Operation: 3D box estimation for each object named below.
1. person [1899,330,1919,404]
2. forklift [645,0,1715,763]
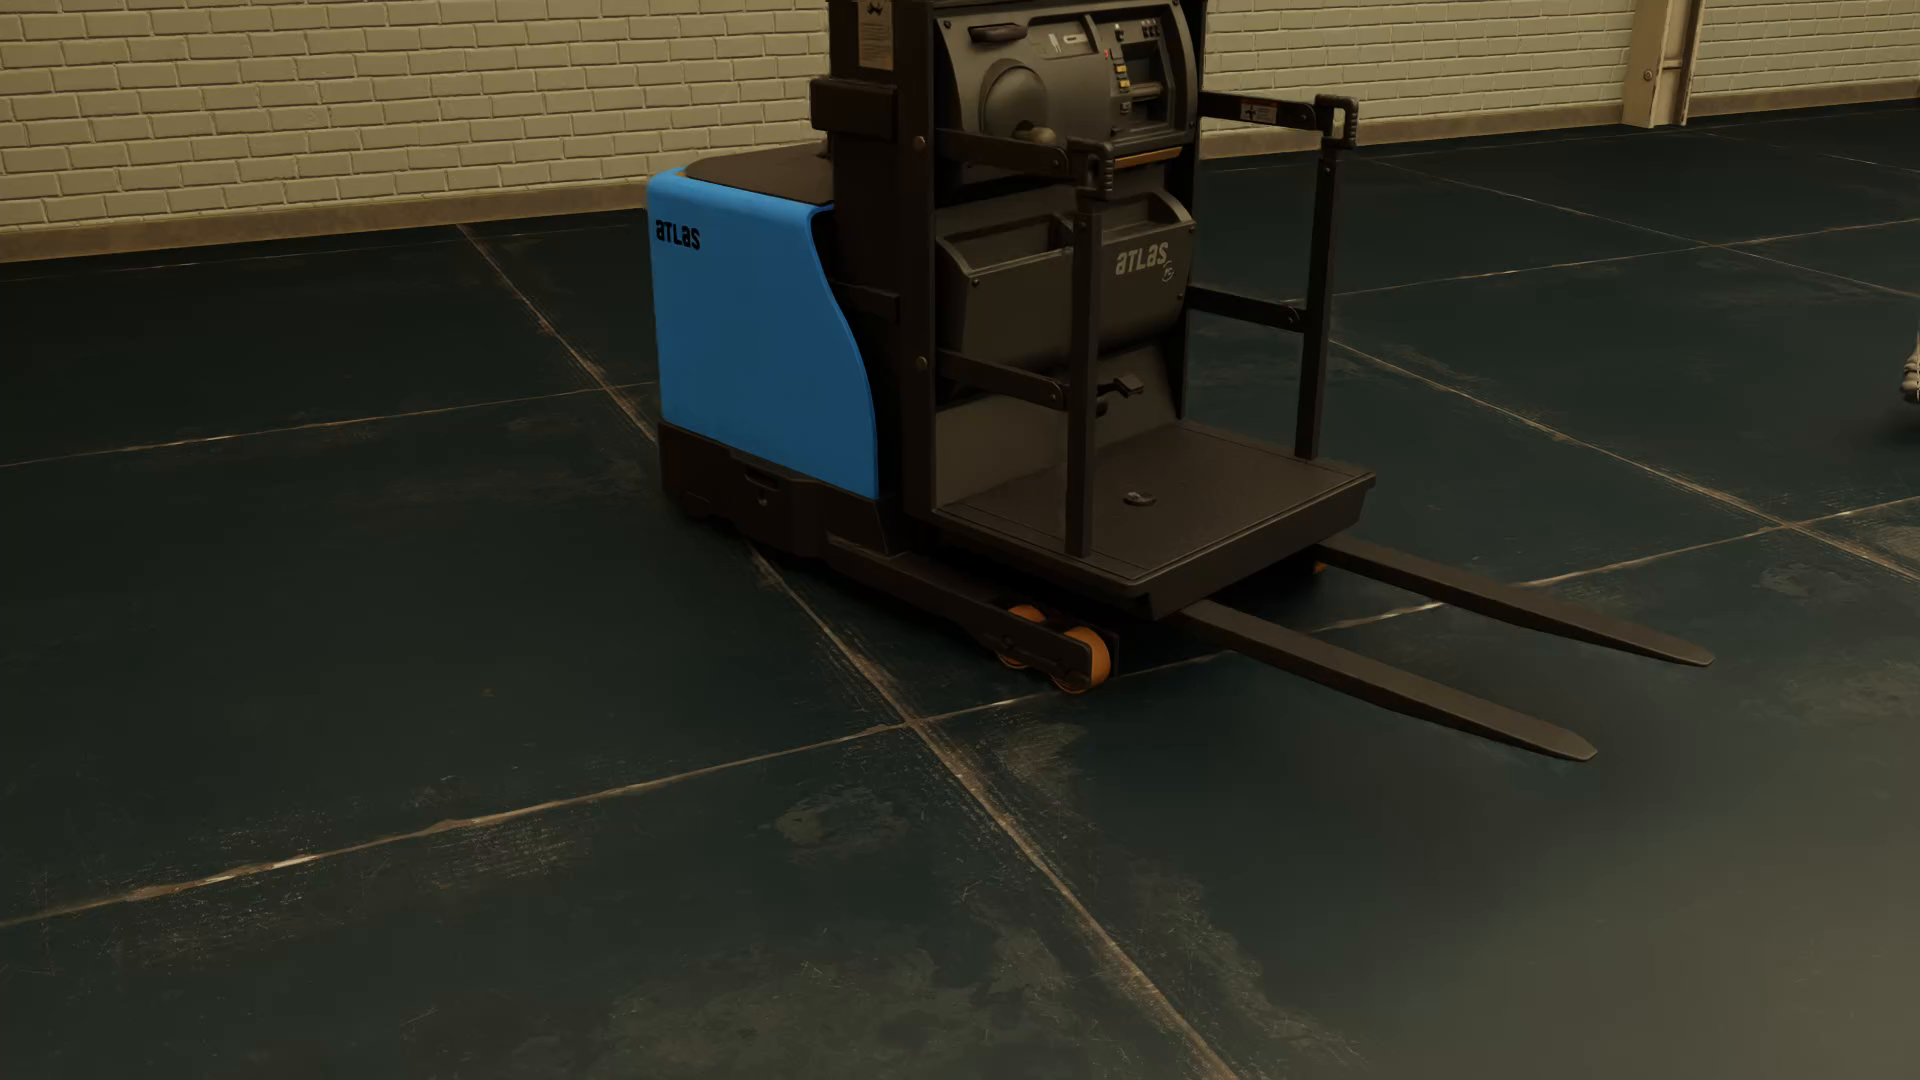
[{"bbox_3d":[3.729,-1.224,5.776,0.638,1.747,0.867,-17,28,-35],"label":"person"},{"bbox_3d":[0.448,-1.191,4.154,3.031,2.935,1.130,21,30,40],"label":"forklift"}]
